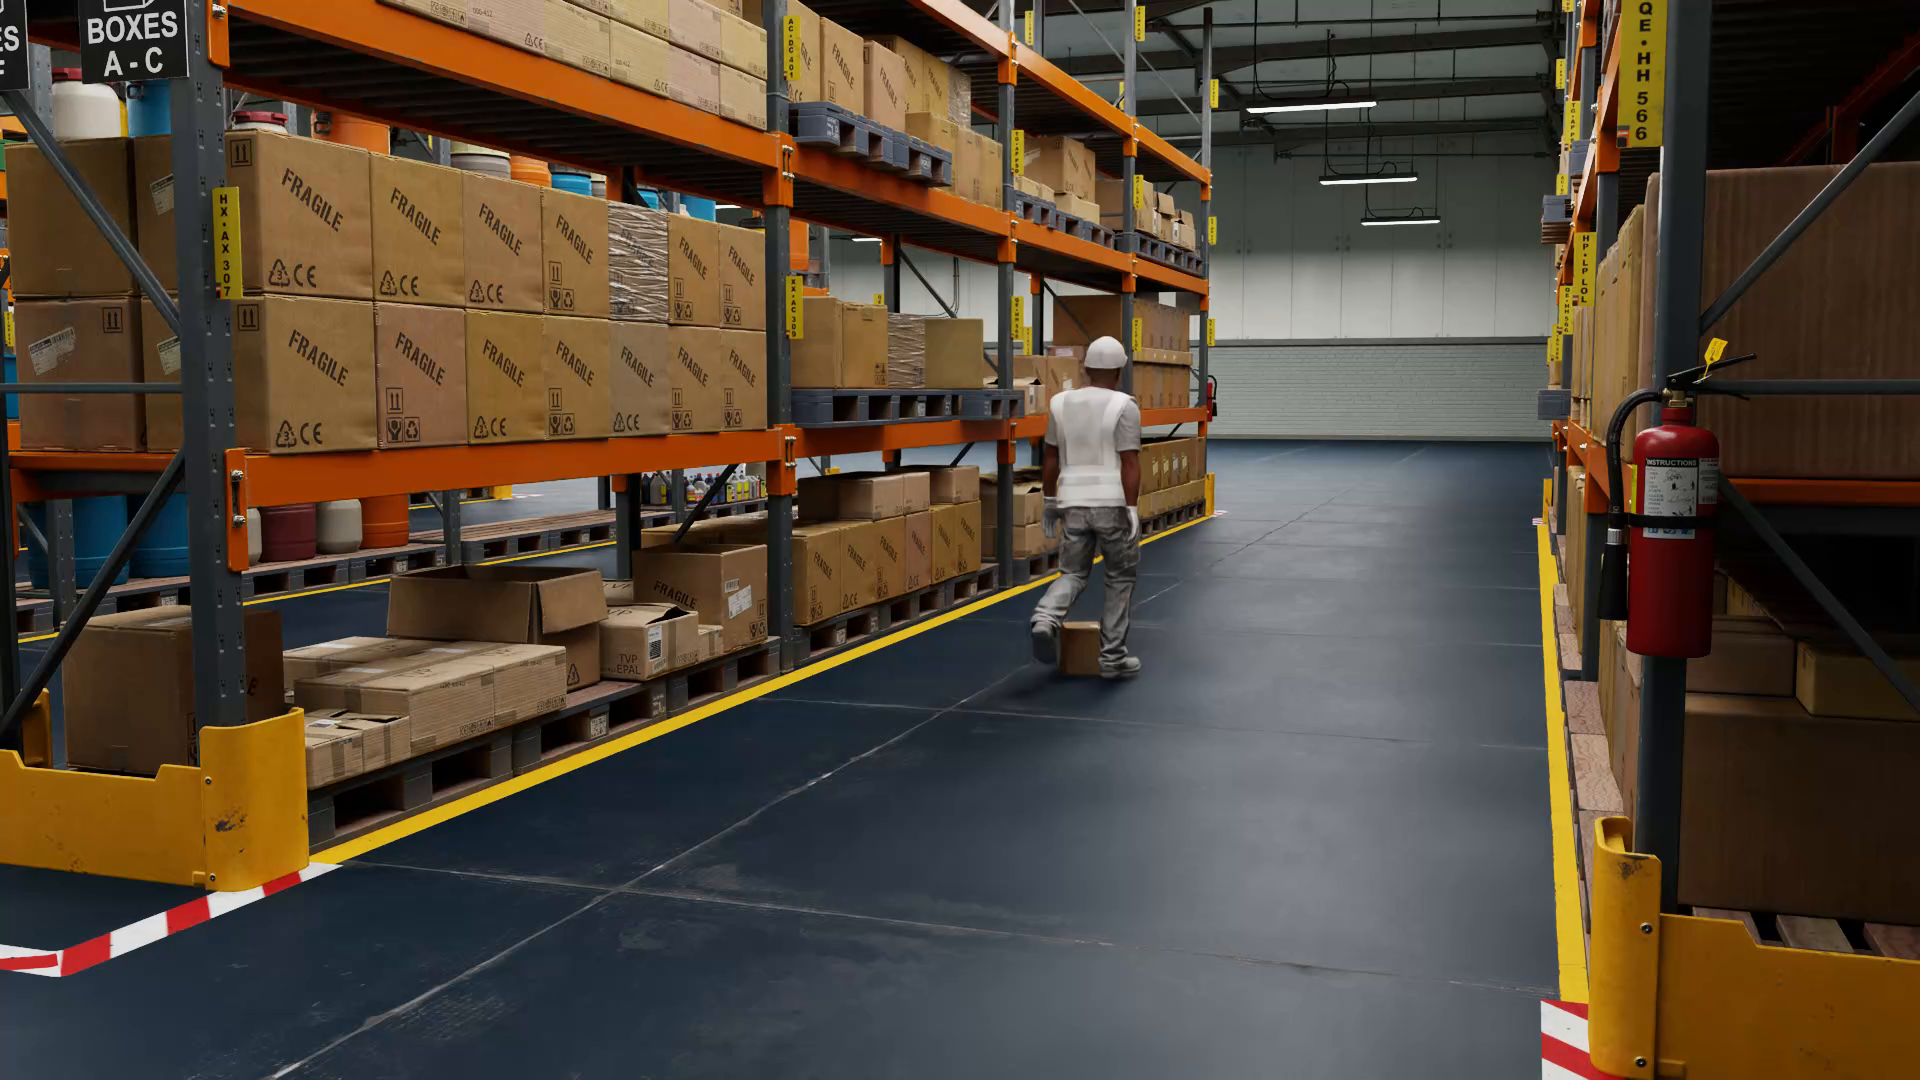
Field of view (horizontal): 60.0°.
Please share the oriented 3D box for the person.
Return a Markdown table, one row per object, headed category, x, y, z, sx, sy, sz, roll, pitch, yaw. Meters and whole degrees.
| category | x | y | z | sx | sy | sz | roll | pitch | yaw |
| --- | --- | --- | --- | --- | --- | --- | --- | --- | --- |
| person | 0.646 | -0.159 | 8.526 | 0.579 | 1.769 | 0.722 | 3 | 6 | 33 |
